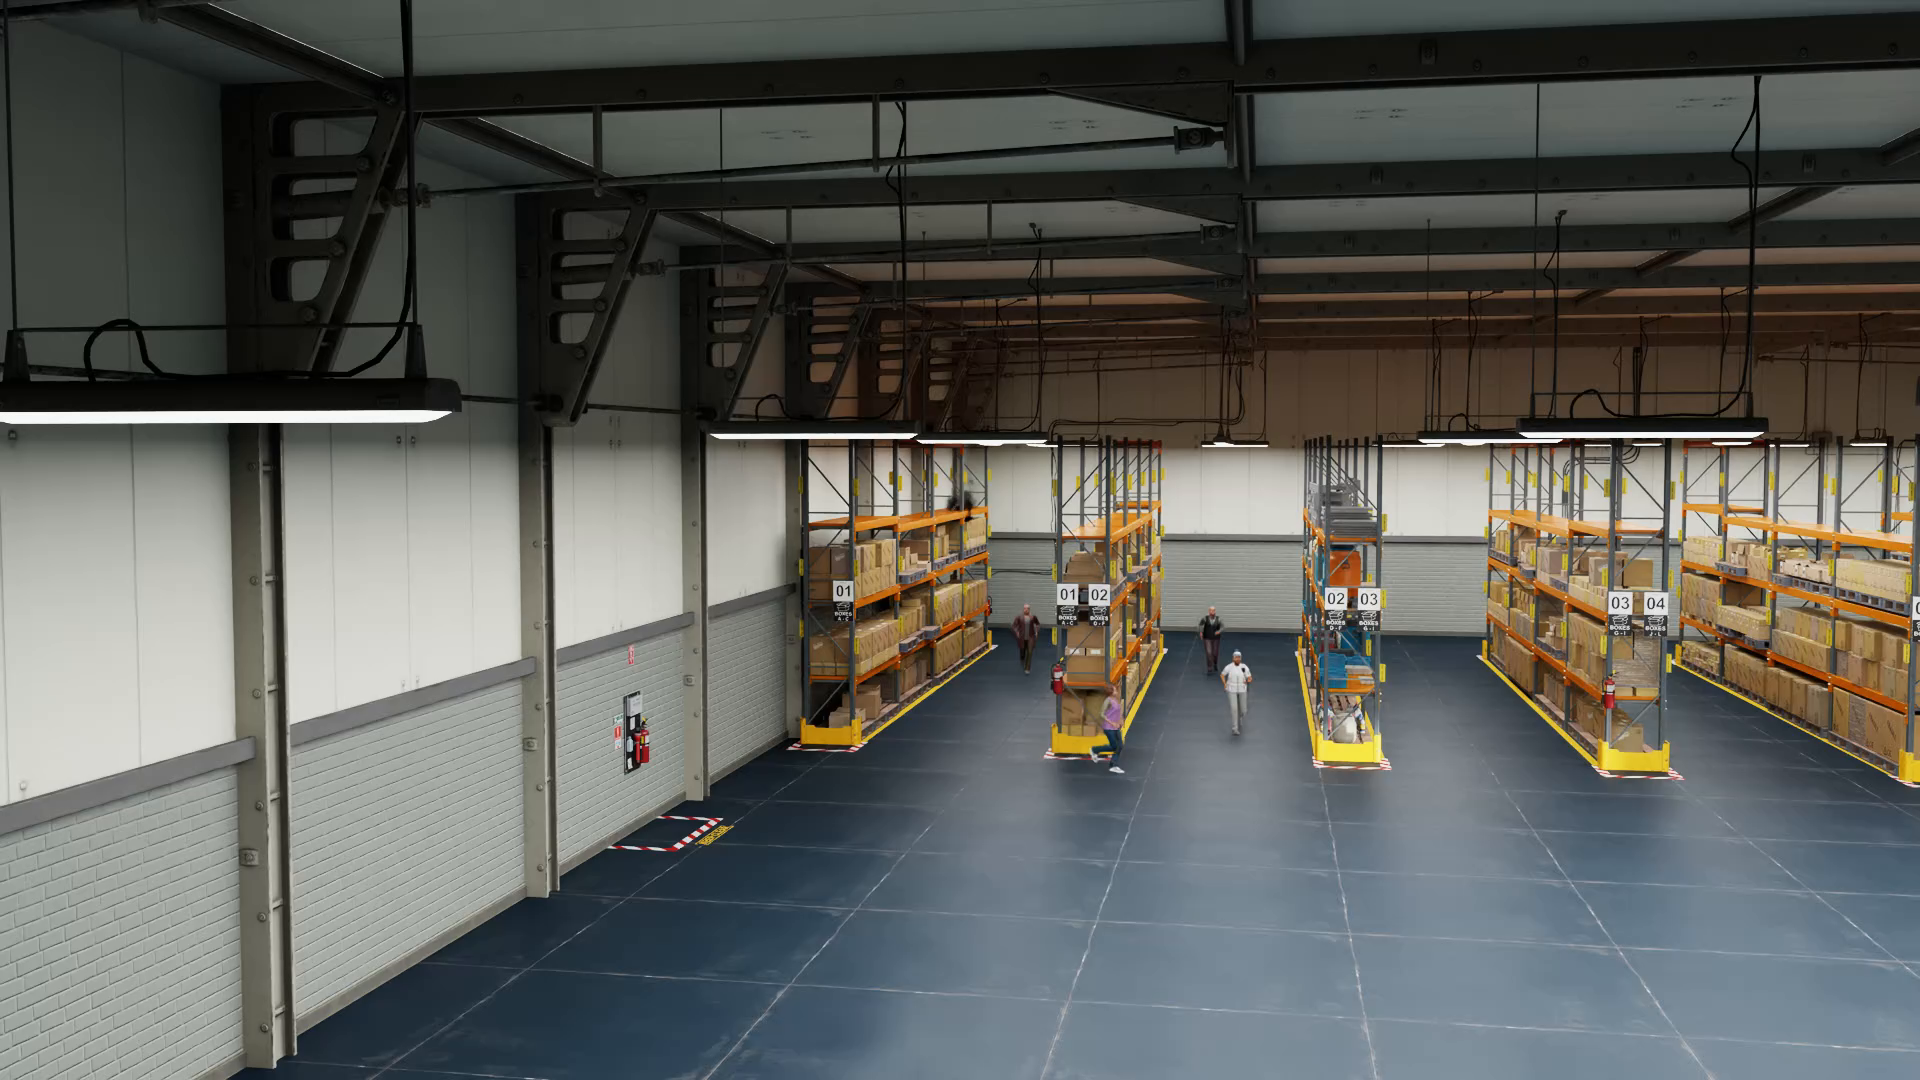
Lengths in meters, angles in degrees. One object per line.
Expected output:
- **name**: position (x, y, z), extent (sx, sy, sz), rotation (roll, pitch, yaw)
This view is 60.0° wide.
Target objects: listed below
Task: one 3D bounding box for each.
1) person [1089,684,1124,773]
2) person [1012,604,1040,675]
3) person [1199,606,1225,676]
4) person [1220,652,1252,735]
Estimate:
- **person**: position (2.649, 3.350, 29.617), extent (0.657, 1.568, 0.538), rotation (2, 4, 30)
- **person**: position (1.685, 2.505, 42.079), extent (0.720, 1.753, 0.878), rotation (0, 3, -2)
- **person**: position (6.439, 2.562, 42.494), extent (0.674, 1.737, 0.860), rotation (0, 3, 6)
- **person**: position (5.603, 3.077, 33.689), extent (0.620, 1.637, 0.854), rotation (0, 3, 0)
